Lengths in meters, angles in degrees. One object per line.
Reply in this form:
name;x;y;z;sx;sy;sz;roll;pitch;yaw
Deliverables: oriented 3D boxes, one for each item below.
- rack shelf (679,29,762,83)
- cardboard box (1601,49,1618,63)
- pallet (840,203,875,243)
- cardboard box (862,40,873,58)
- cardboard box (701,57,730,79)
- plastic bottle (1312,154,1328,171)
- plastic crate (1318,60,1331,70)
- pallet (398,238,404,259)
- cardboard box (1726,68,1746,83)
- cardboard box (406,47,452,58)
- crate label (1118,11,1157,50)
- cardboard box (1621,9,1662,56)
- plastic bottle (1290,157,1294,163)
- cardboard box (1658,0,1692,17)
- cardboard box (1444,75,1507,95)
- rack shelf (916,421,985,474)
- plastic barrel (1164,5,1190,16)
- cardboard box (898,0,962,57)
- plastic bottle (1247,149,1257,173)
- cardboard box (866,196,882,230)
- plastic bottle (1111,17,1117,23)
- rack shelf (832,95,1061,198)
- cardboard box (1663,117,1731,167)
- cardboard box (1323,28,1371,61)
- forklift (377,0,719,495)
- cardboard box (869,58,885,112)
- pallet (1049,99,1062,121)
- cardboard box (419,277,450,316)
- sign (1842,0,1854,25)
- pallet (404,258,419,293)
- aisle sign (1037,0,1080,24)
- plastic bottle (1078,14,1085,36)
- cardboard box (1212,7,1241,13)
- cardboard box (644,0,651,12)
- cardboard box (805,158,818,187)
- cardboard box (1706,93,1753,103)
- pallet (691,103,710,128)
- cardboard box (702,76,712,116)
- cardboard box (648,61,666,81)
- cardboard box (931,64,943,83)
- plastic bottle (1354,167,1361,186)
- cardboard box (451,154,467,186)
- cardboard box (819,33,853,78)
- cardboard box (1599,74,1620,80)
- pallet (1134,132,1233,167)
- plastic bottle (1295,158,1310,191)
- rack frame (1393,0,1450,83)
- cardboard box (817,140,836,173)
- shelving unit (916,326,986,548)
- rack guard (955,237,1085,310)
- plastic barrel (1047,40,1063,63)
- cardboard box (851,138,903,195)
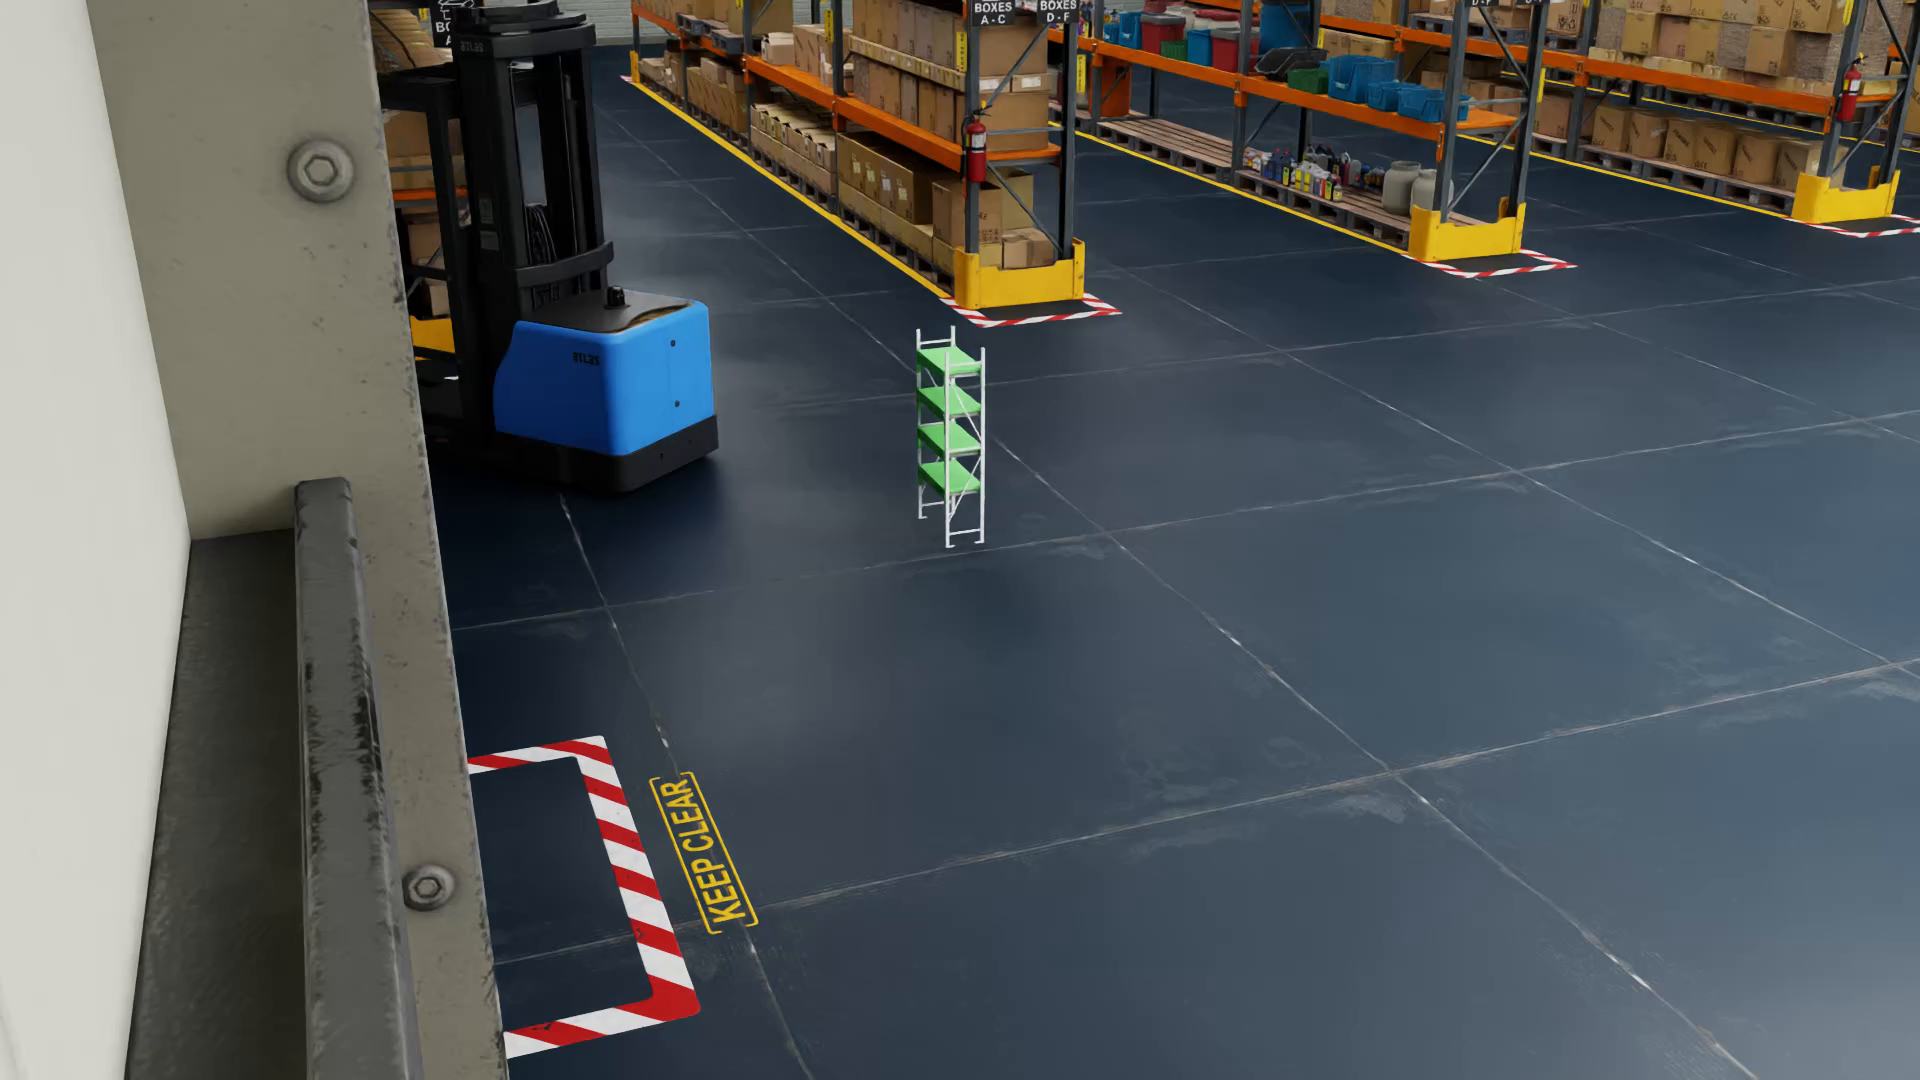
rack shelf;-3.001;-6.882;23.343;1.077;0.370;4.000;-8;24;-19
cardboard box;8.258;-6.064;20.798;0.380;0.149;0.250;-8;24;-19
pallet;-0.639;-3.454;17.873;1.003;0.211;1.213;-8;24;-19
cardboard box;-0.786;-5.070;17.152;0.380;0.149;0.250;-9;24;-20
cardboard box;-3.411;-6.764;23.823;0.500;0.250;0.500;-8;24;-19
plastic bottle;4.189;-4.366;19.387;0.152;0.276;0.135;-8;24;-19
plastic crate;4.399;-5.279;18.803;0.499;0.251;0.616;-8;24;-19
pallet;-5.244;-2.829;16.389;1.003;0.211;1.213;-8;24;-19
cardboard box;9.050;-5.350;19.103;0.380;0.149;0.250;-8;24;-19
cardboard box;-4.876;-4.329;15.559;0.500;0.500;0.500;-8;24;-19
crate label;2.439;-6.784;22.137;0.502;0.435;0.616;-8;24;-19
cardboard box;8.633;-6.216;20.324;0.875;0.500;0.500;-8;24;-19
plastic bottle;3.815;-4.271;19.168;0.097;0.271;0.097;0;23;0
cardboard box;8.663;-6.474;19.648;0.500;0.500;0.500;-8;24;-19
cardboard box;7.438;-6.455;24.055;0.700;0.500;0.500;-10;25;-23
rack shelf;-0.058;-0.554;9.884;0.258;0.148;0.480;-8;24;-19
plastic barrel;2.904;-6.873;22.249;0.421;0.512;0.421;0;23;0
cardboard box;-0.187;-4.970;16.081;0.700;0.500;0.500;-8;24;-19
plastic bottle;3.457;-4.482;19.667;0.097;0.271;0.097;0;23;0
cardboard box;-0.657;-3.385;17.119;0.500;0.250;0.500;-8;24;-19
plastic bottle;2.217;-7.420;23.947;0.097;0.201;0.097;0;23;0
rack shelf;-0.175;-3.976;16.446;1.077;0.370;4.000;-8;24;-19
cardboard box;8.994;-4.861;20.297;0.500;0.500;0.500;-11;25;-24
cardboard box;6.443;-7.638;26.404;1.225;0.875;0.875;-8;24;-19
forklift;-3.174;-2.035;11.004;3.031;2.935;1.130;12;26;27
cardboard box;-0.526;-4.729;17.178;0.700;0.500;0.500;-9;24;-20
pallet;1.596;-6.604;25.346;1.003;0.211;1.213;-8;24;-19
cardboard box;-4.261;-2.127;14.029;0.500;0.311;0.500;-11;25;-25
sign;9.275;-5.549;17.354;0.100;0.325;0.005;-8;24;-19
pallet;-4.809;-2.385;15.335;1.003;0.211;1.213;-8;24;-19
aisle sign;0.842;-4.797;14.120;0.394;0.787;0.004;-8;24;-19
plastic bottle;1.718;-7.284;23.520;0.061;0.283;0.133;-8;24;-19
cardboard box;5.085;-9.091;29.851;0.875;0.875;0.875;-8;24;-19
cardboard box;-4.848;-8.873;27.011;0.500;0.500;0.500;-8;24;-19
cardboard box;-1.476;-4.255;19.183;0.500;0.250;0.500;-9;24;-20
cardboard box;12.094;-7.095;25.276;1.050;0.750;0.750;-8;24;-18
pallet;-3.385;-6.365;24.780;1.003;0.211;1.213;-8;24;-19
cardboard box;-3.396;-6.407;23.941;0.500;0.500;0.500;-8;24;-18
cardboard box;-4.840;-7.730;27.401;0.500;0.250;0.500;-8;24;-19
cardboard box;-0.052;-4.318;15.367;0.380;0.149;0.250;-8;24;-18
plastic bottle;4.554;-4.145;18.958;0.097;0.201;0.097;0;23;0
cardboard box;-3.976;-3.060;13.516;0.500;0.250;0.500;-9;25;-21
cardboard box;-1.323;-5.553;19.133;0.500;0.500;0.500;-7;24;-15
cardboard box;10.994;-7.923;27.563;0.500;0.500;0.500;-7;24;-17
pallet;3.006;-5.151;21.899;1.003;0.211;1.213;-8;24;-19
plastic bottle;3.868;-4.121;18.709;0.144;0.351;0.185;-9;24;-19
rack frame;6.975;-7.845;24.700;1.000;3.000;0.127;-8;24;-19
cardboard box;-1.292;-4.327;18.630;0.500;0.311;0.500;-8;24;-19
shelving unit;-0.058;-0.613;9.859;0.258;1.200;0.503;-8;24;-19
rack guard;0.540;-2.420;15.047;1.175;0.500;0.348;-8;24;-19
plastic barrel;1.354;-7.388;25.777;0.600;0.901;0.708;-8;24;-19
cardboard box;-0.826;-3.914;17.407;0.500;0.500;0.500;-8;24;-19
